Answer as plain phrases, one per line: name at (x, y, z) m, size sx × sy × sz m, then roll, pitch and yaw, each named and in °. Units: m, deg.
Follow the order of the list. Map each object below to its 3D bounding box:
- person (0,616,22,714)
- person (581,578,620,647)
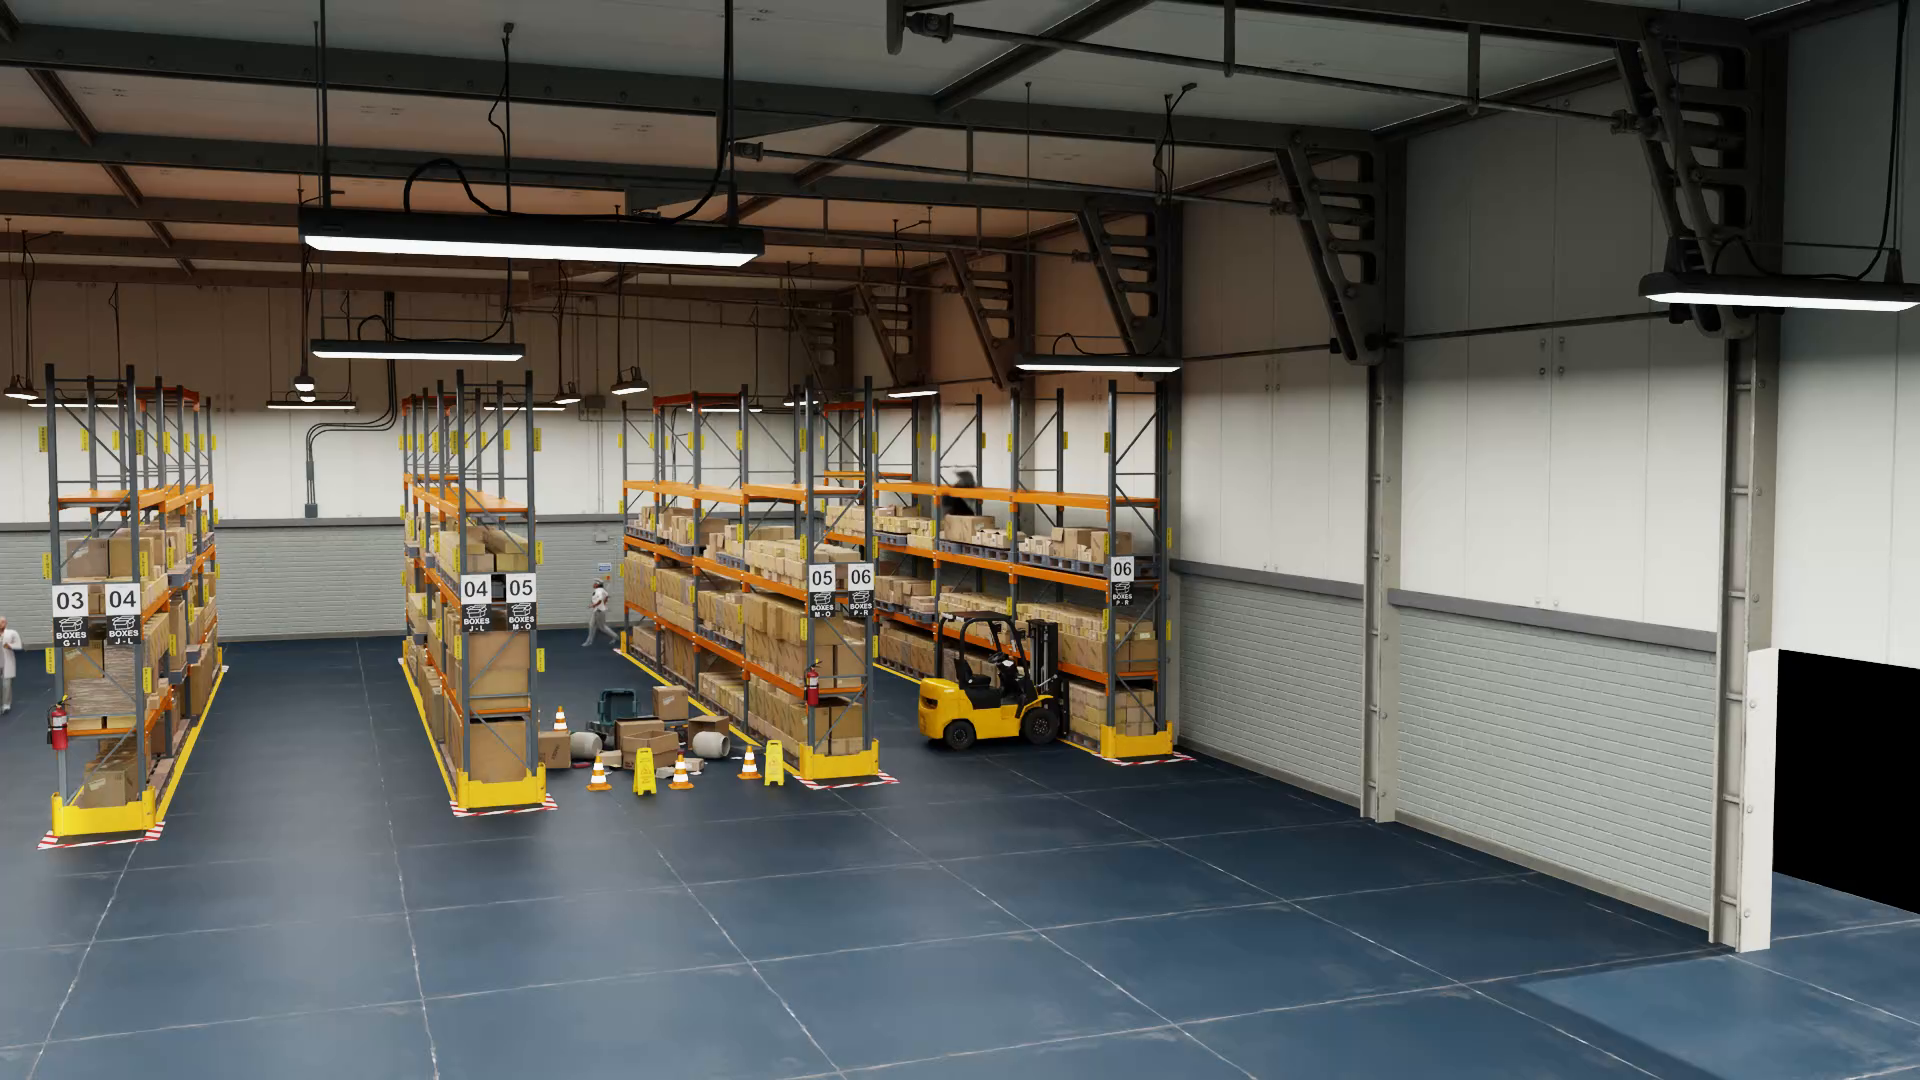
person at (-17.645, 2.325, 30.613) m, size 0.682 × 1.840 × 0.802 m, roll -2°, pitch 4°, yaw -27°
person at (-8.817, 1.769, 40.698) m, size 0.908 × 1.697 × 0.596 m, roll -1°, pitch 3°, yaw -14°
